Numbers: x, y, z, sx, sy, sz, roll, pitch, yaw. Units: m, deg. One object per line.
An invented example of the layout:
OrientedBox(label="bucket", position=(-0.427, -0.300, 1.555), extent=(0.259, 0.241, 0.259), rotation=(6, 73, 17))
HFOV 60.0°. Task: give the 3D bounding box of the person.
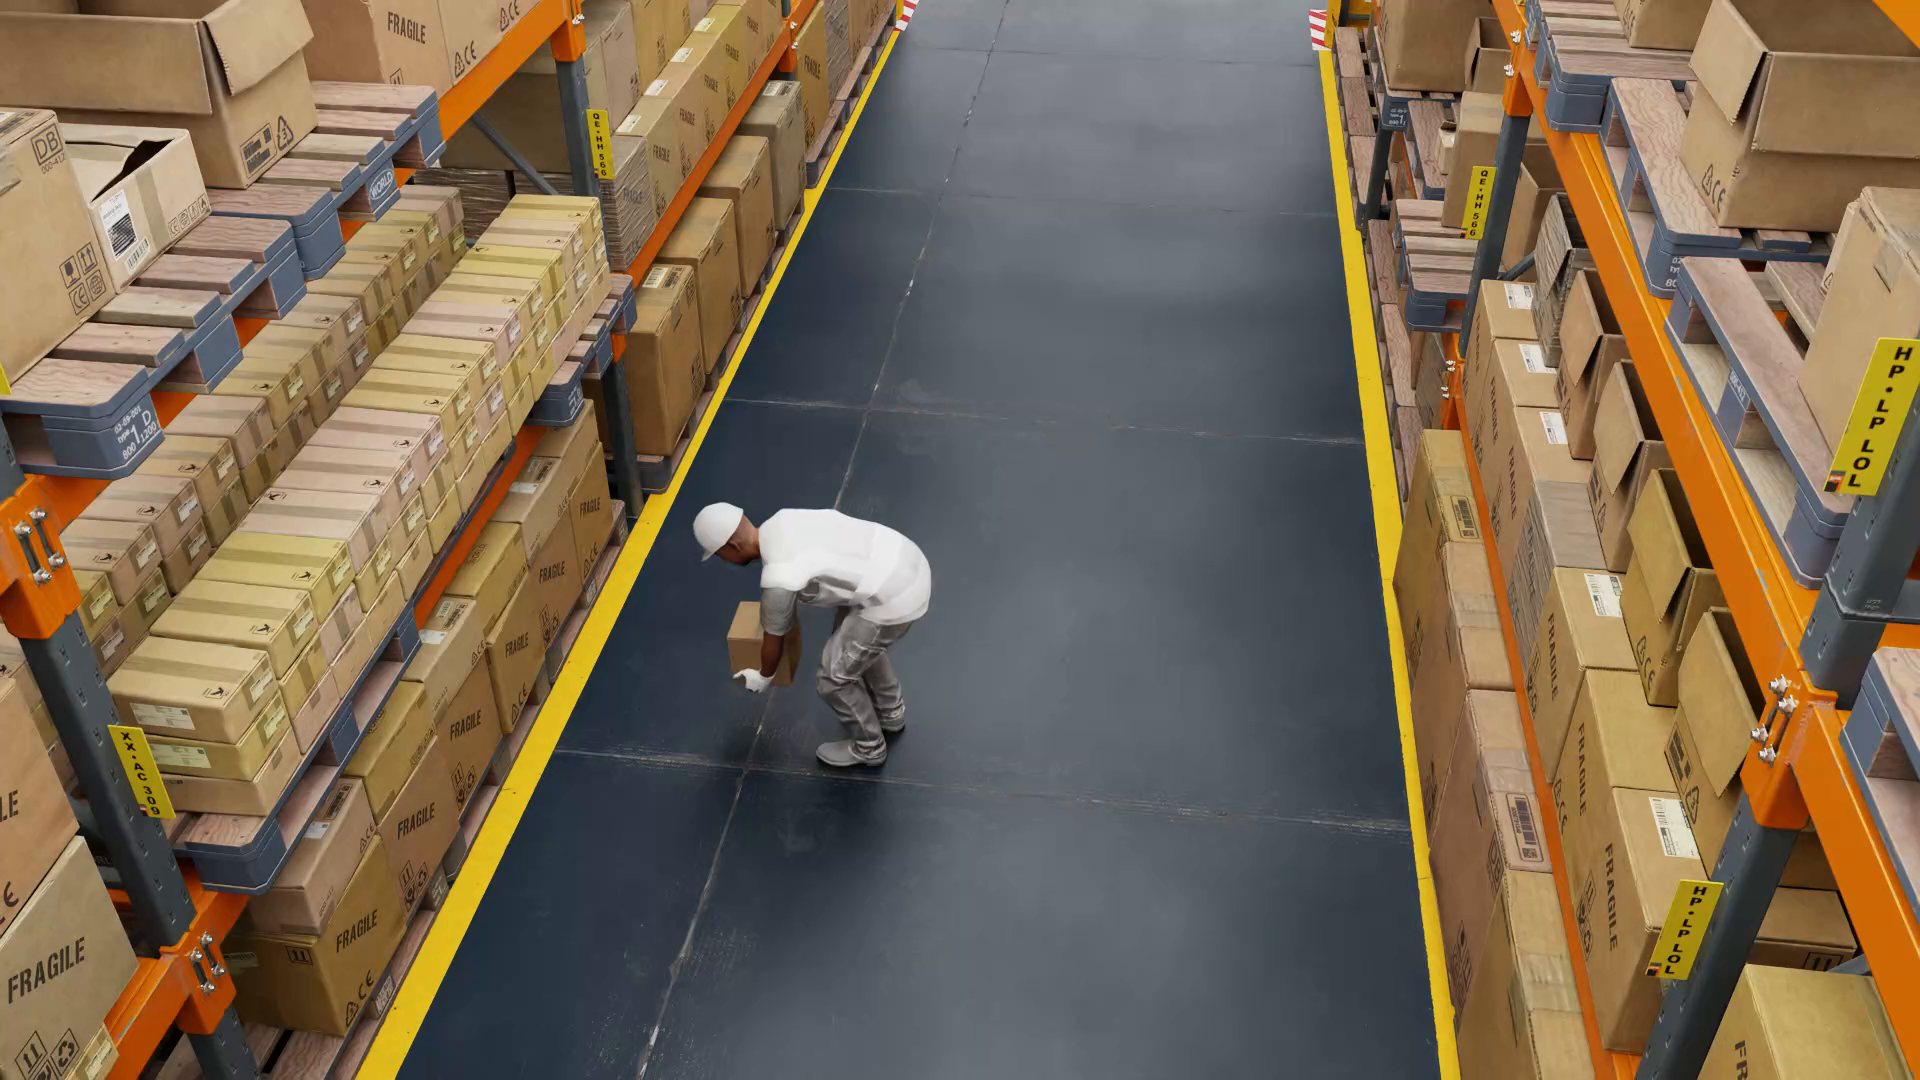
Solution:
OrientedBox(label="person", position=(-0.595, 0.383, 6.956), extent=(0.953, 1.239, 0.517), rotation=(3, 36, 4))
